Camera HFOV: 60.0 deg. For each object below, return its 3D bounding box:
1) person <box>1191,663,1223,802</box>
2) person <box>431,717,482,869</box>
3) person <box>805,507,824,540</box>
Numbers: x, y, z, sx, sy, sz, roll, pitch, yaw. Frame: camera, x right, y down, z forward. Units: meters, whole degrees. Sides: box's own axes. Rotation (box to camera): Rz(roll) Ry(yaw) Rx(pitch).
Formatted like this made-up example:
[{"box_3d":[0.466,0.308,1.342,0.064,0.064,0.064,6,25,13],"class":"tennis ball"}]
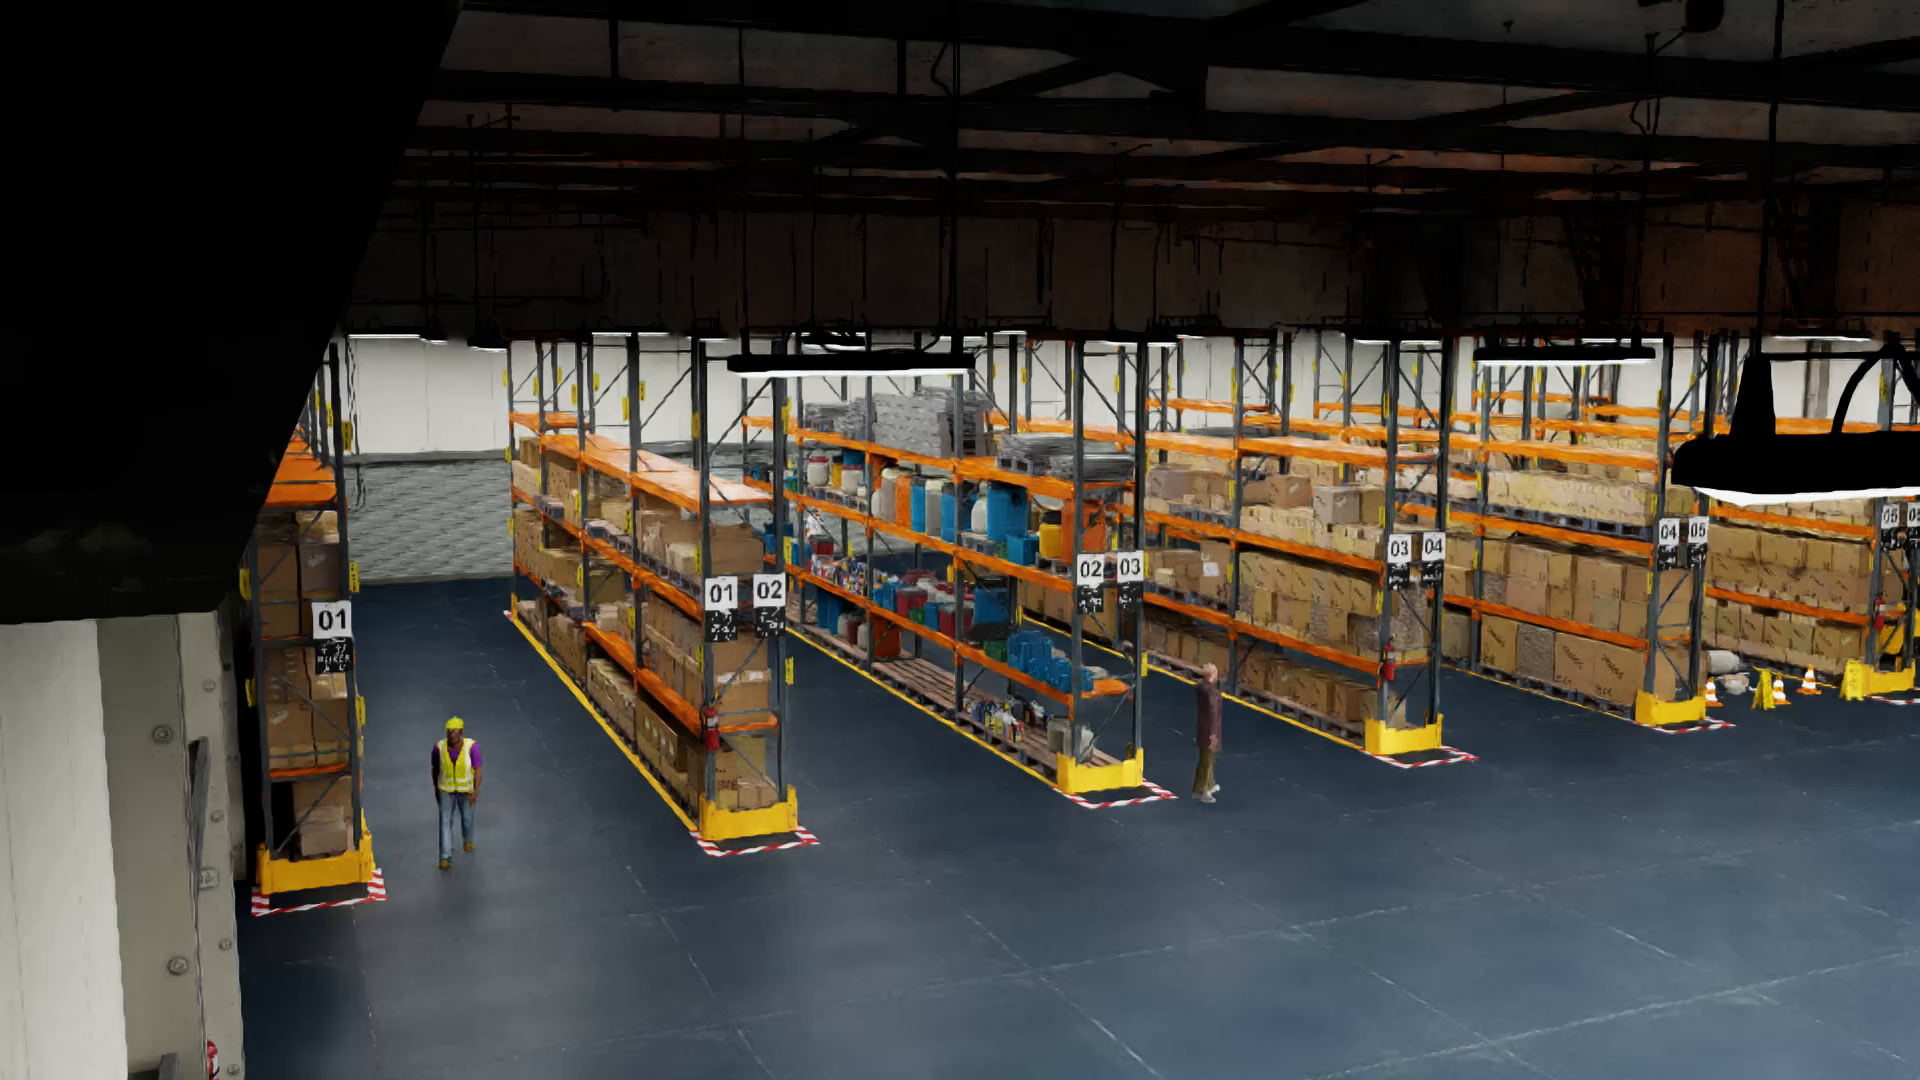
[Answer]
[{"box_3d":[3.261,2.494,21.762,0.507,1.781,0.715,-1,8,-10],"class":"person"},{"box_3d":[-5.803,2.875,19.211,0.570,1.708,1.041,-2,8,-14],"class":"person"},{"box_3d":[-3.659,-0.042,40.910,0.590,1.651,0.551,5,9,31],"class":"person"}]
